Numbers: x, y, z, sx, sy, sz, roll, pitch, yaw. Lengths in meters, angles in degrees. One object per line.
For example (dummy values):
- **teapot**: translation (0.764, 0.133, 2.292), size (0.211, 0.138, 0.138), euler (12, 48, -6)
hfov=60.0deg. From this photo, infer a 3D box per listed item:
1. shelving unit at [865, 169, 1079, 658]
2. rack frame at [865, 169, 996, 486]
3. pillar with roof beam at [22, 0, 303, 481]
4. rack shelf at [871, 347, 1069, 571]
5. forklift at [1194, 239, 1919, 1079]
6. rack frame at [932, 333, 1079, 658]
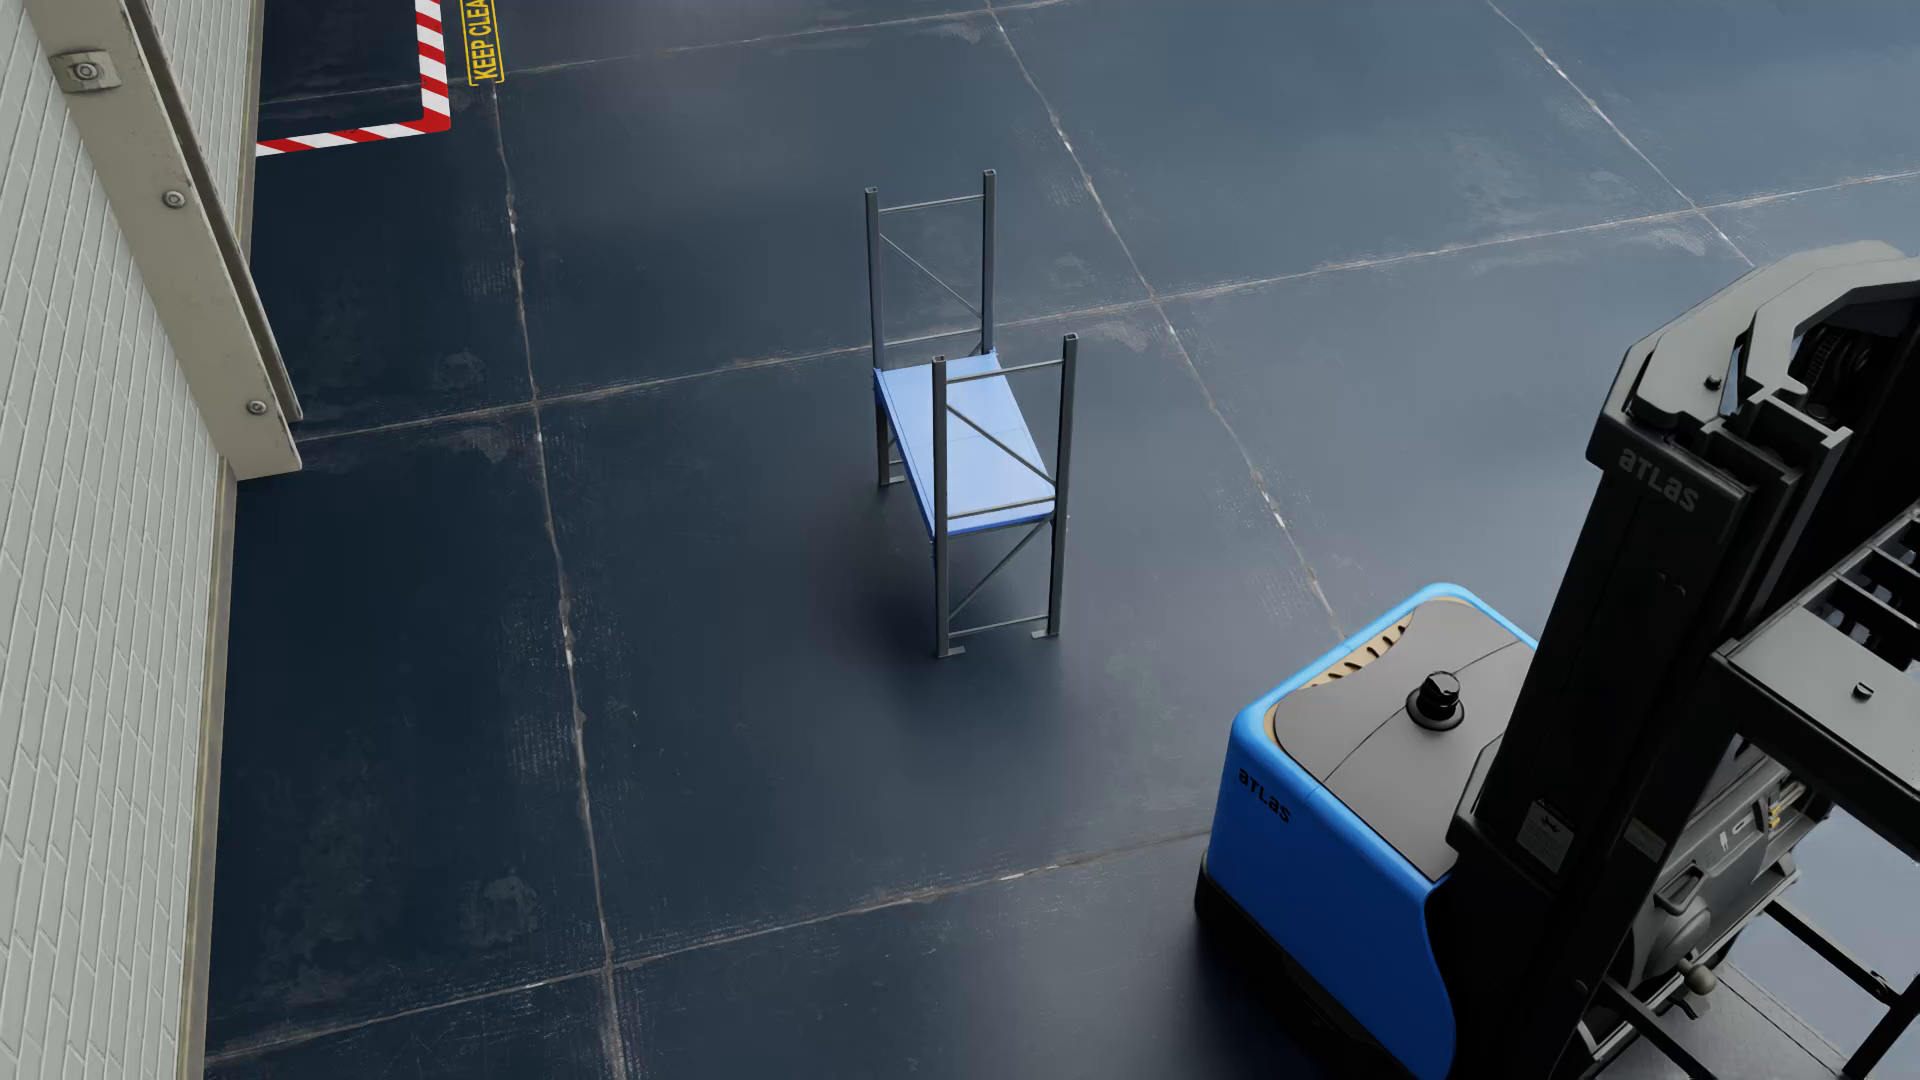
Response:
- **shelving unit**: translation (0.022, -0.466, 6.407), size (0.538, 1.500, 1.048), euler (-11, 47, -10)
- **rack frame**: translation (-0.108, -0.817, 6.751), size (0.500, 1.500, 0.032), euler (-11, 47, -10)
- **pillar with roof beam**: translation (1.070, -4.354, 4.967), size (9.100, 9.000, 0.400), euler (-11, 47, -10)
- **rack shelf**: translation (0.022, -0.340, 6.536), size (0.538, 0.185, 1.000), euler (-11, 47, -10)
- **forklift**: translation (2.100, 0.881, 4.085), size (1.130, 2.935, 3.031), euler (-29, 52, -25)
- **rack frame**: translation (0.152, -0.115, 6.063), size (0.500, 1.500, 0.032), euler (-11, 47, -10)
